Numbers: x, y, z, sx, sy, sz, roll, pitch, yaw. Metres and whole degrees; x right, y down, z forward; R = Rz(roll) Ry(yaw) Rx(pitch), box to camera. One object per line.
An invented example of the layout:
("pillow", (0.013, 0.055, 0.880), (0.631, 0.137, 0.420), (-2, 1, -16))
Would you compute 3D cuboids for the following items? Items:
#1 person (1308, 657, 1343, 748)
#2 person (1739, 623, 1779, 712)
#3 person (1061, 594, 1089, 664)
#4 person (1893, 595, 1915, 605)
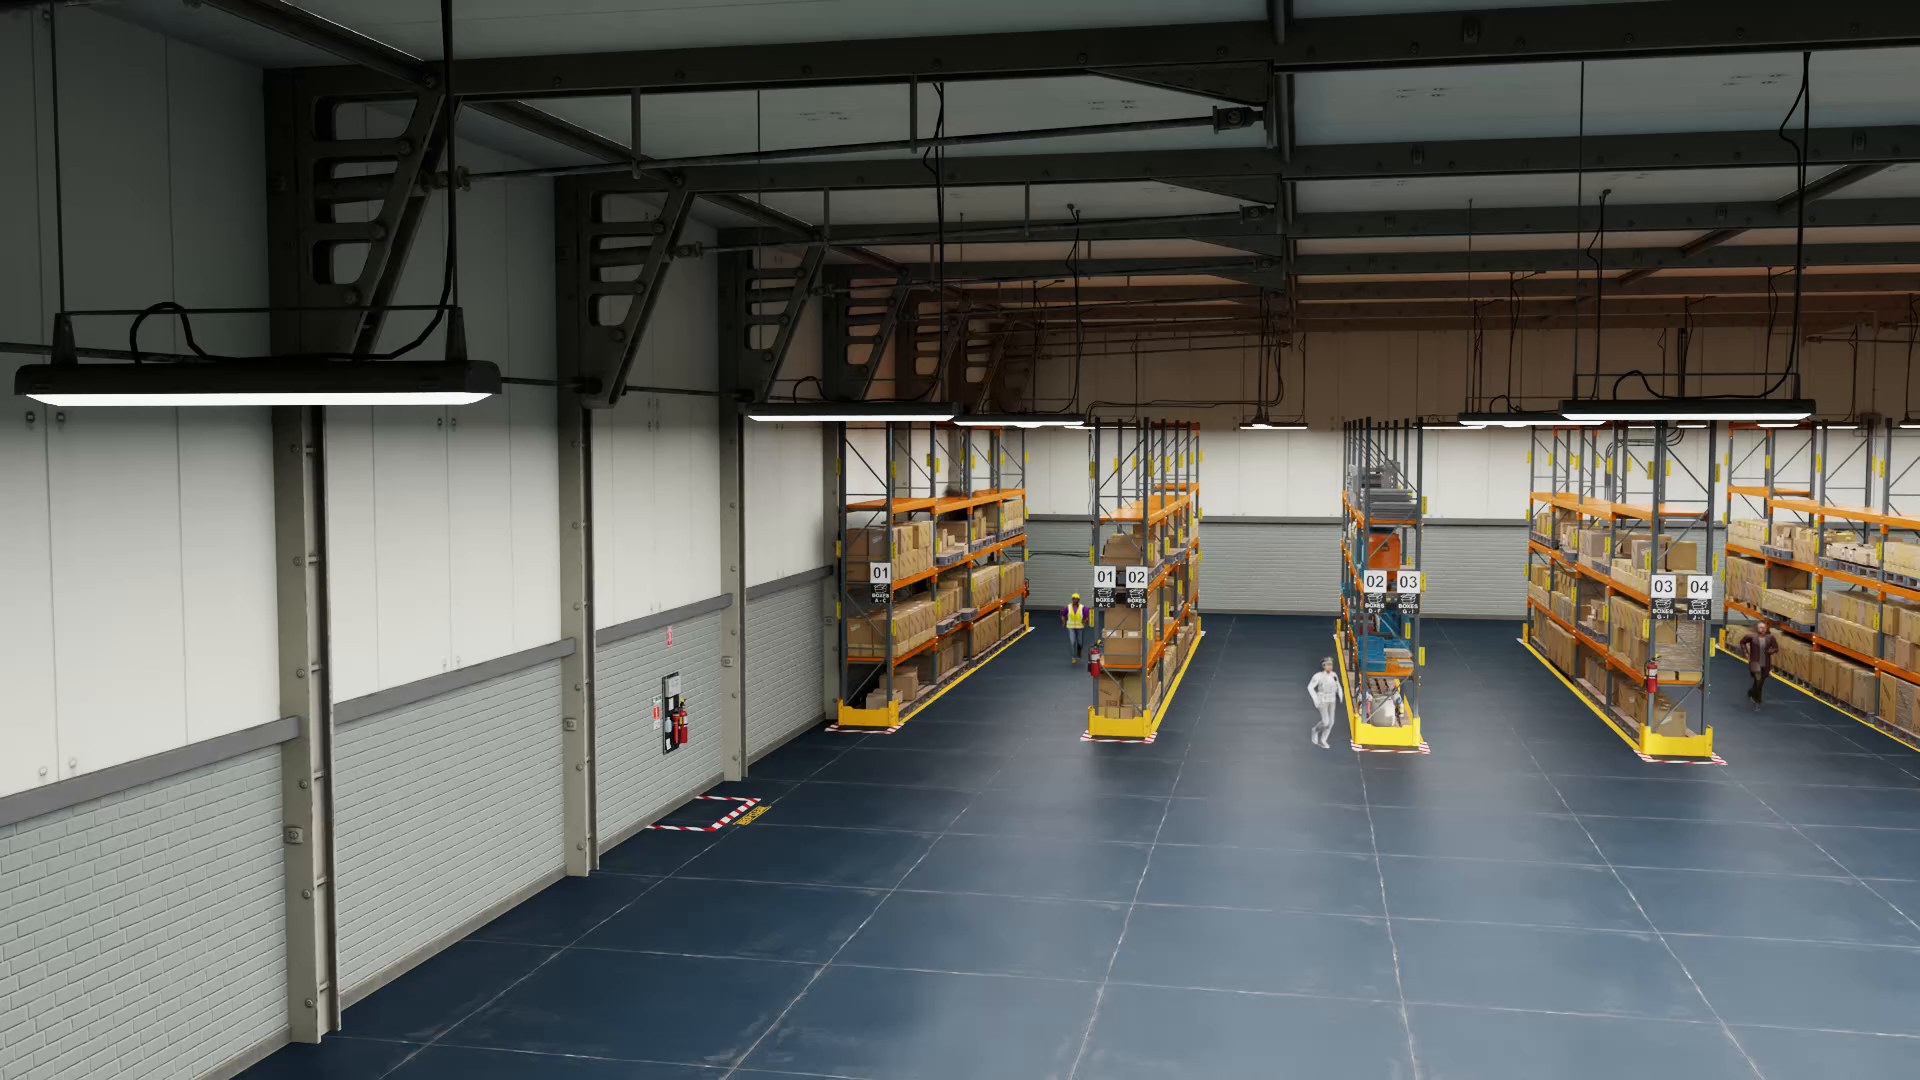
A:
("person", (6.655, 2.941, 30.145), (0.631, 1.663, 0.539), (-1, 4, -21))
("person", (16.556, 2.621, 34.433), (0.673, 1.846, 0.933), (0, 4, 3))
("person", (2.848, 2.186, 41.173), (0.710, 1.730, 0.780), (0, 4, 4))
("person", (25.783, 1.980, 45.483), (0.769, 1.636, 0.607), (0, 4, -7))
